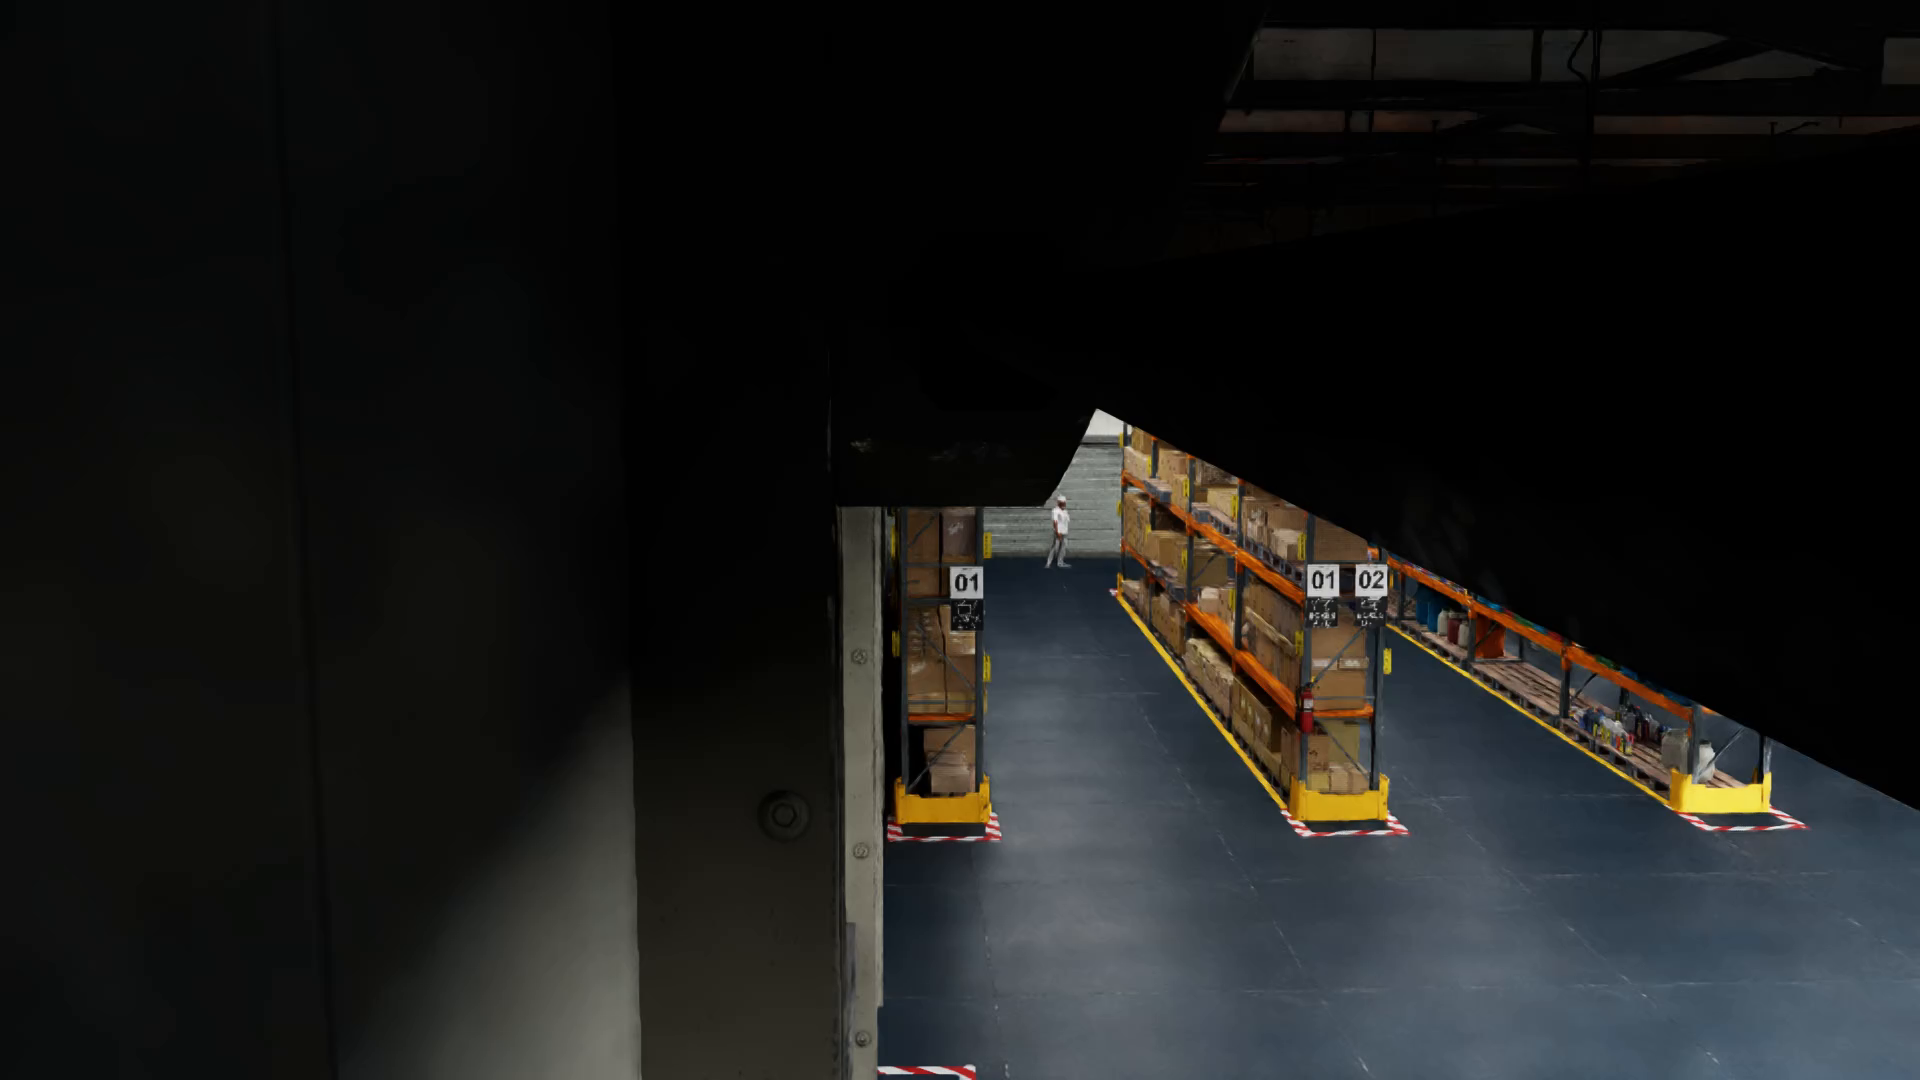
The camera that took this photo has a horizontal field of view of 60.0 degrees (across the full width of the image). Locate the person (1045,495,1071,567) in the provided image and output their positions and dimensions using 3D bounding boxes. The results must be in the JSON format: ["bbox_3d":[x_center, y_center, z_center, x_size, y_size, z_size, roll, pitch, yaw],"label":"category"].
[{"bbox_3d":[2.359,-0.202,40.318,0.465,1.766,0.697,6,10,35],"label":"person"}]

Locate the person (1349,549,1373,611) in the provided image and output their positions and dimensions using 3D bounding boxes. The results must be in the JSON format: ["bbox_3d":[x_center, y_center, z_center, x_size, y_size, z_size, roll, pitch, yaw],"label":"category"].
[{"bbox_3d":[8.303,0.718,34.395,0.536,1.585,0.942,3,8,19],"label":"person"}]

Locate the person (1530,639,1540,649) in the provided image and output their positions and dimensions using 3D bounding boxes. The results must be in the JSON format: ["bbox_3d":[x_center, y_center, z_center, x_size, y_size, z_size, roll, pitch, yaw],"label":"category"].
[{"bbox_3d":[10.784,1.180,30.396,0.554,1.678,0.859,-1,8,-10],"label":"person"}]
